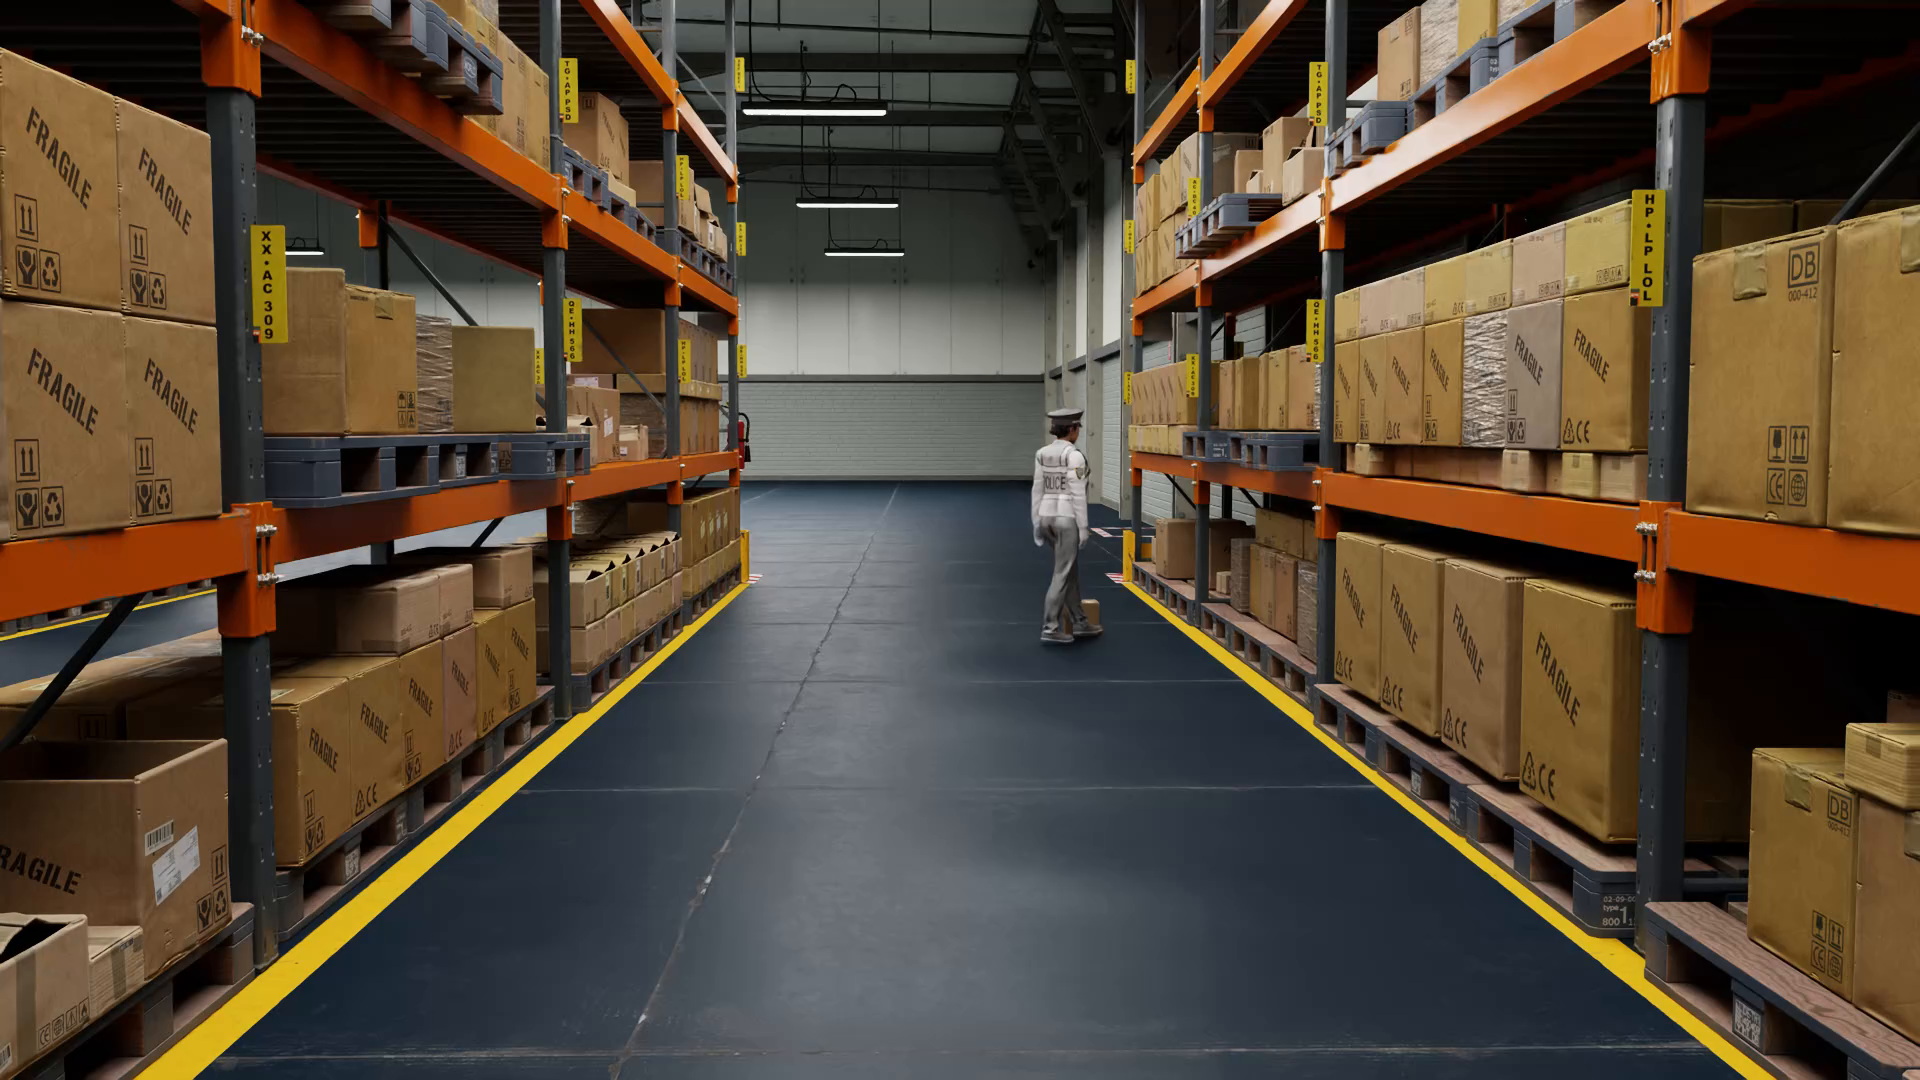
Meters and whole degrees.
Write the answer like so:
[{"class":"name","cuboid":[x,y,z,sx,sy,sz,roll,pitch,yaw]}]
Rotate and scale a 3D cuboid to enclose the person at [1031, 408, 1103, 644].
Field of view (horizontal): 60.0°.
[{"class":"person","cuboid":[0.838,-0.104,11.838,0.660,1.662,0.503,-3,5,-35]}]
